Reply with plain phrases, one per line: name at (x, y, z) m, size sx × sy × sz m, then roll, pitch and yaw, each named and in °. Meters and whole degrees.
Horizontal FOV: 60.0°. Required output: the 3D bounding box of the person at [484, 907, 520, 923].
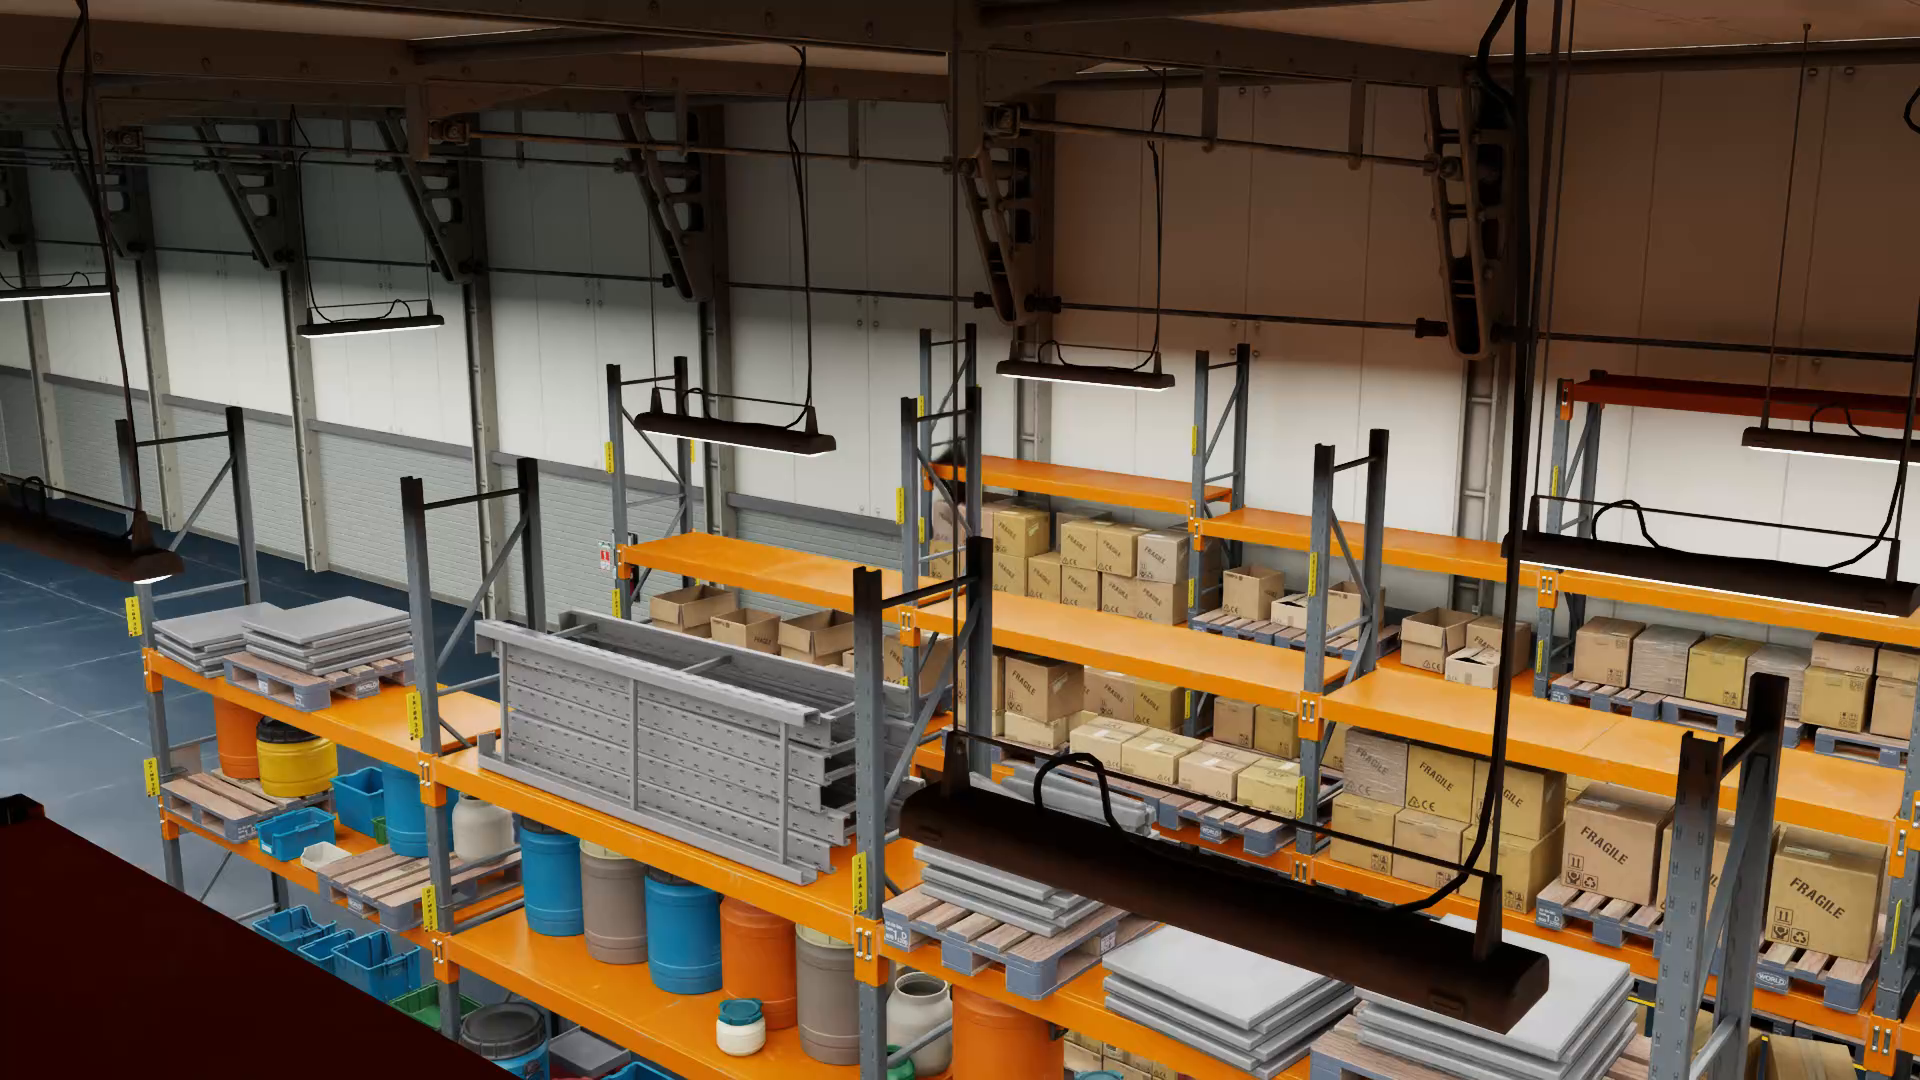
person at (-5.003, 3.458, 17.457) m, size 0.579 × 1.543 × 0.717 m, roll 9°, pitch 15°, yaw 35°
